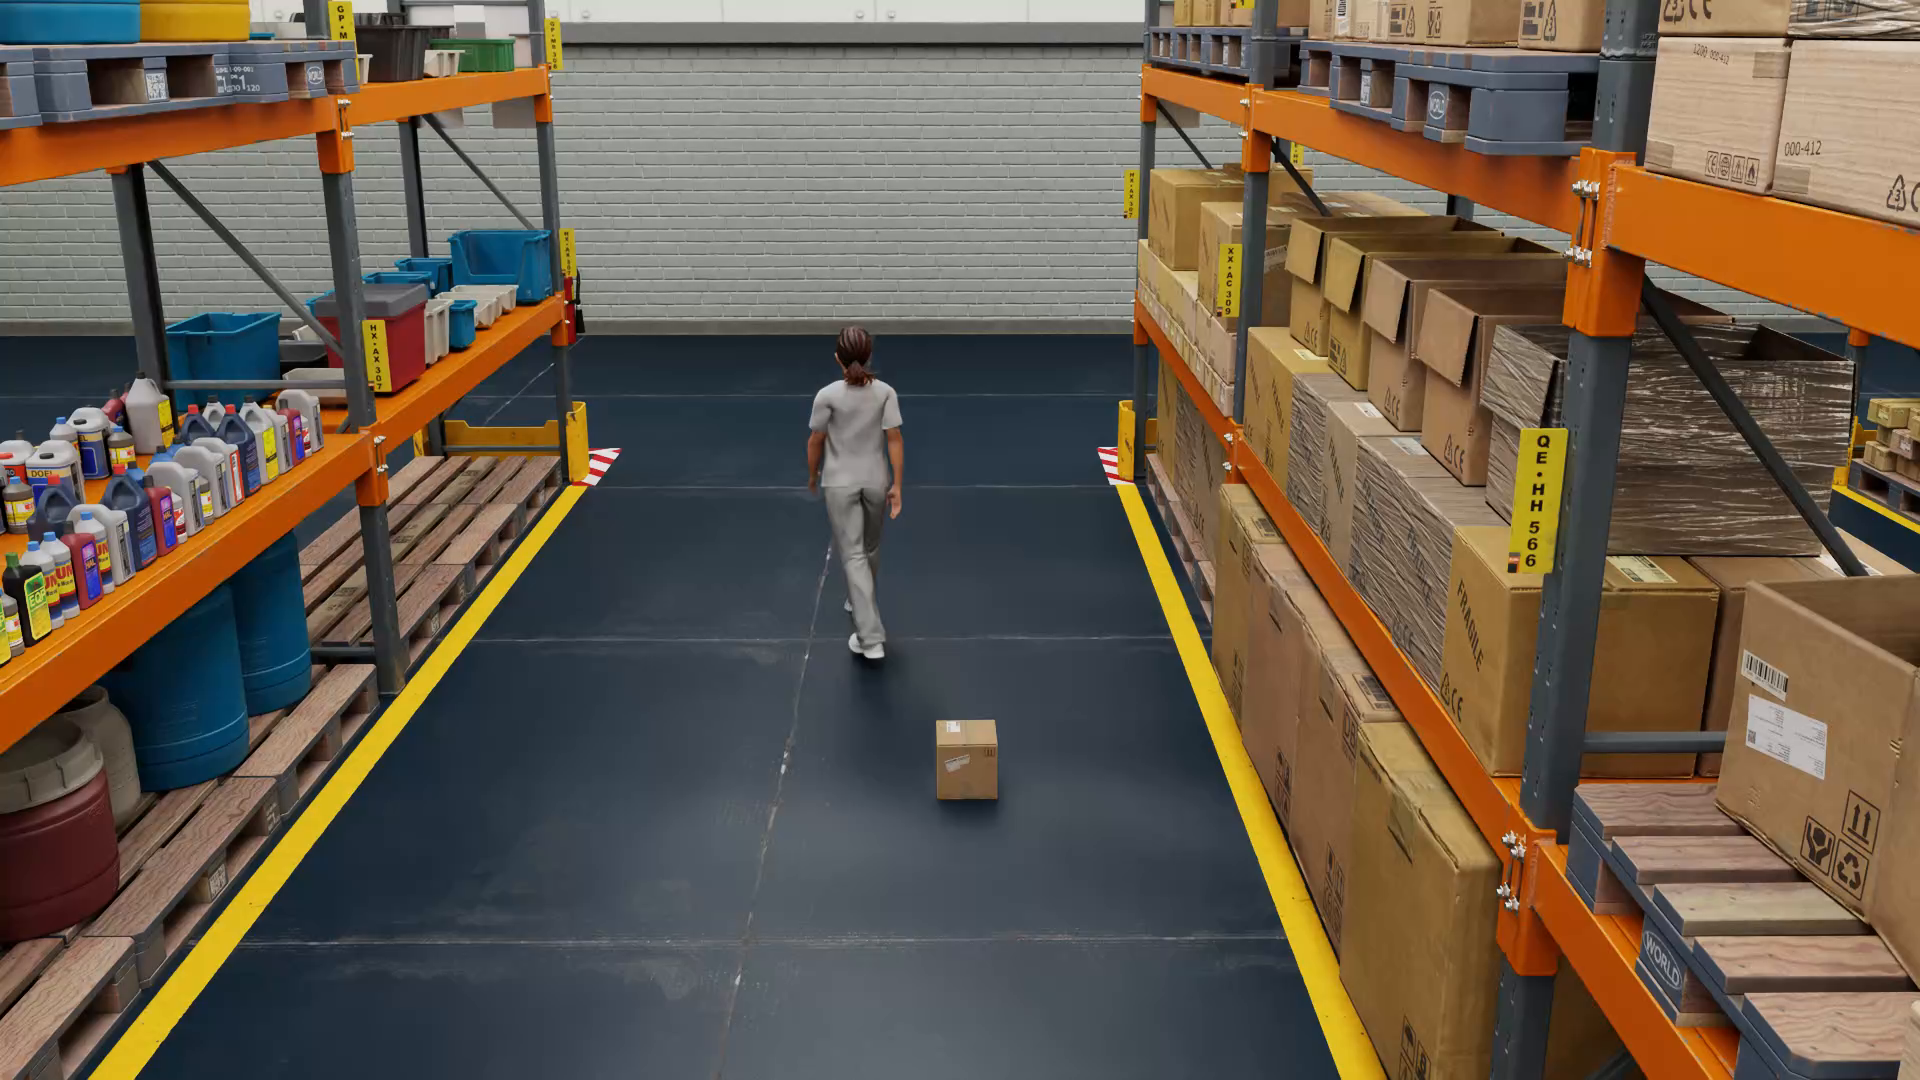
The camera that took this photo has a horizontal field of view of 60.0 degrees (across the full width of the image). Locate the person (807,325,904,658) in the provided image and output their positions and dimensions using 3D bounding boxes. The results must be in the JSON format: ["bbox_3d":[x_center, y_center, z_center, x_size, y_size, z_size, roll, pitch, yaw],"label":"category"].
[{"bbox_3d":[-0.552,-0.286,8.436,0.456,1.638,0.932,-6,18,-19],"label":"person"}]
